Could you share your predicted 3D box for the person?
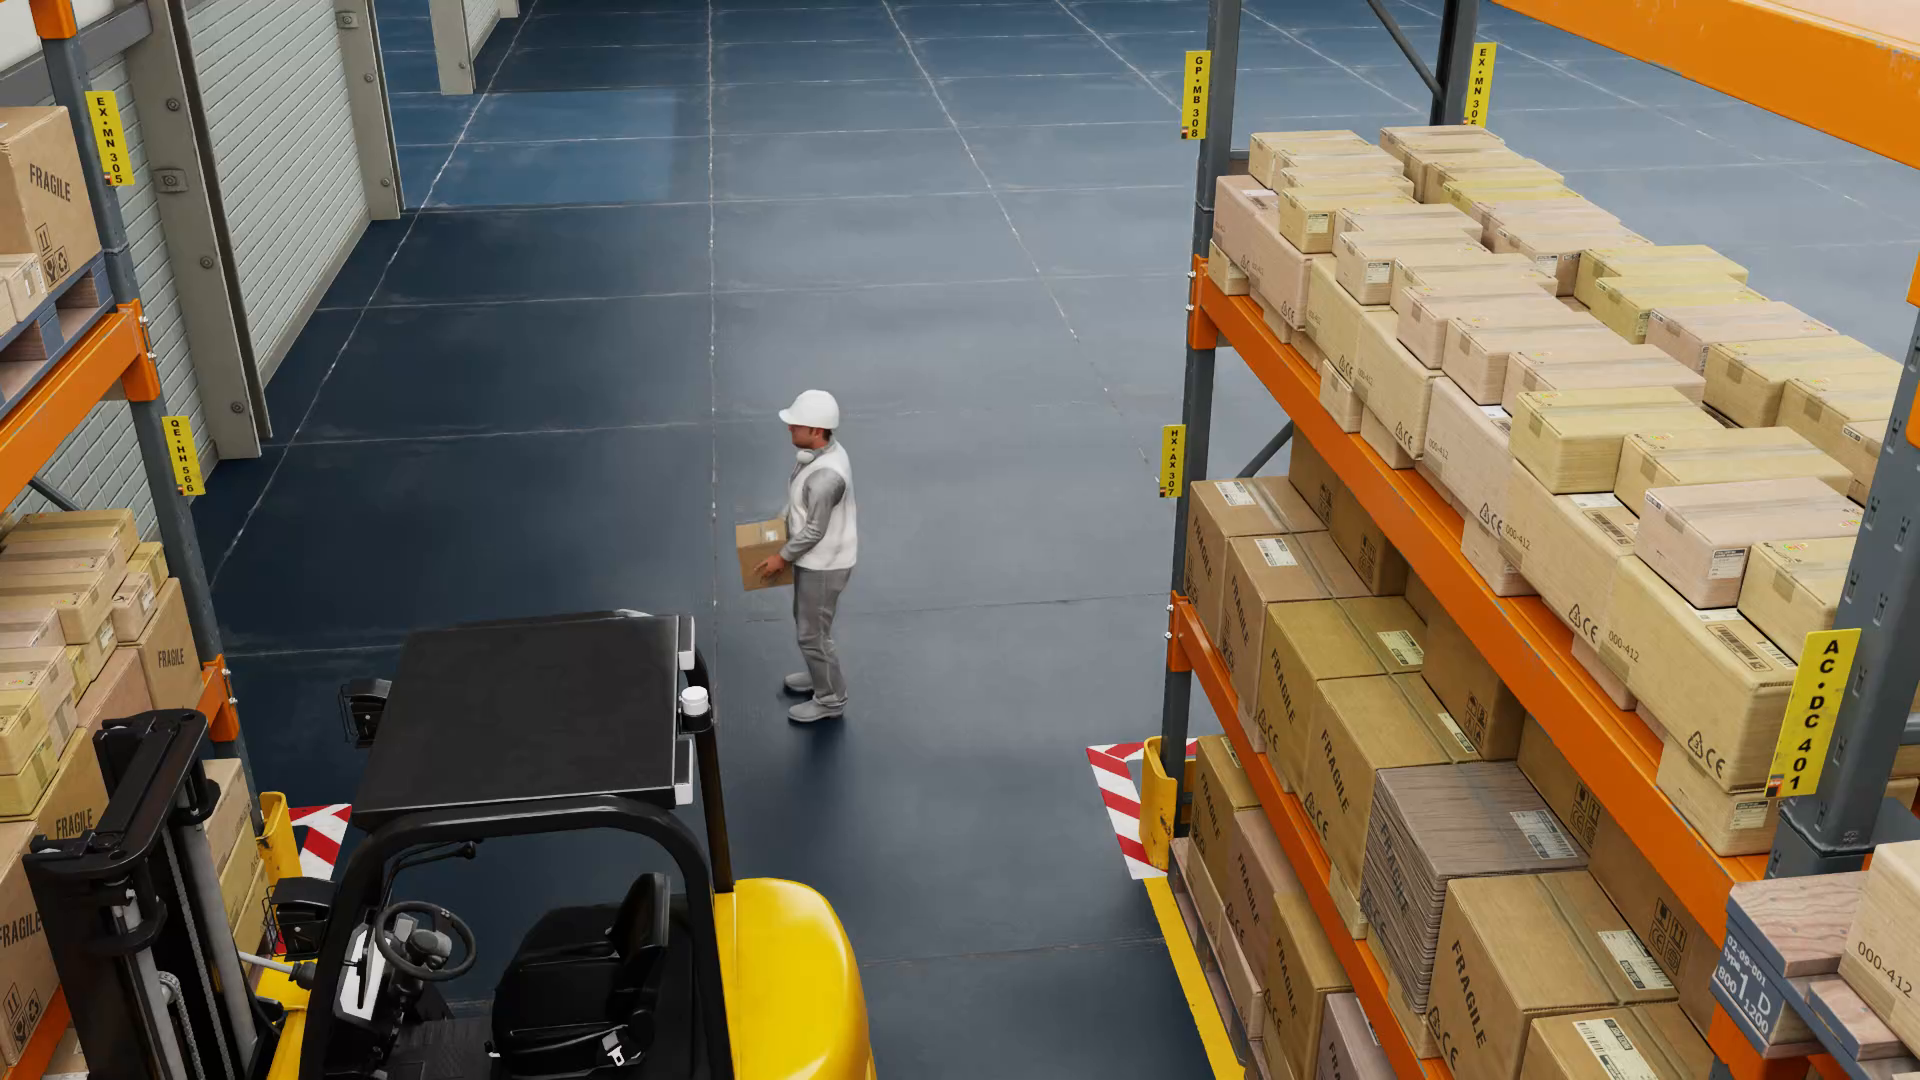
[{"bbox_3d":[-0.718,0.074,8.438,0.423,1.775,0.555,-4,27,-8],"label":"person"}]
